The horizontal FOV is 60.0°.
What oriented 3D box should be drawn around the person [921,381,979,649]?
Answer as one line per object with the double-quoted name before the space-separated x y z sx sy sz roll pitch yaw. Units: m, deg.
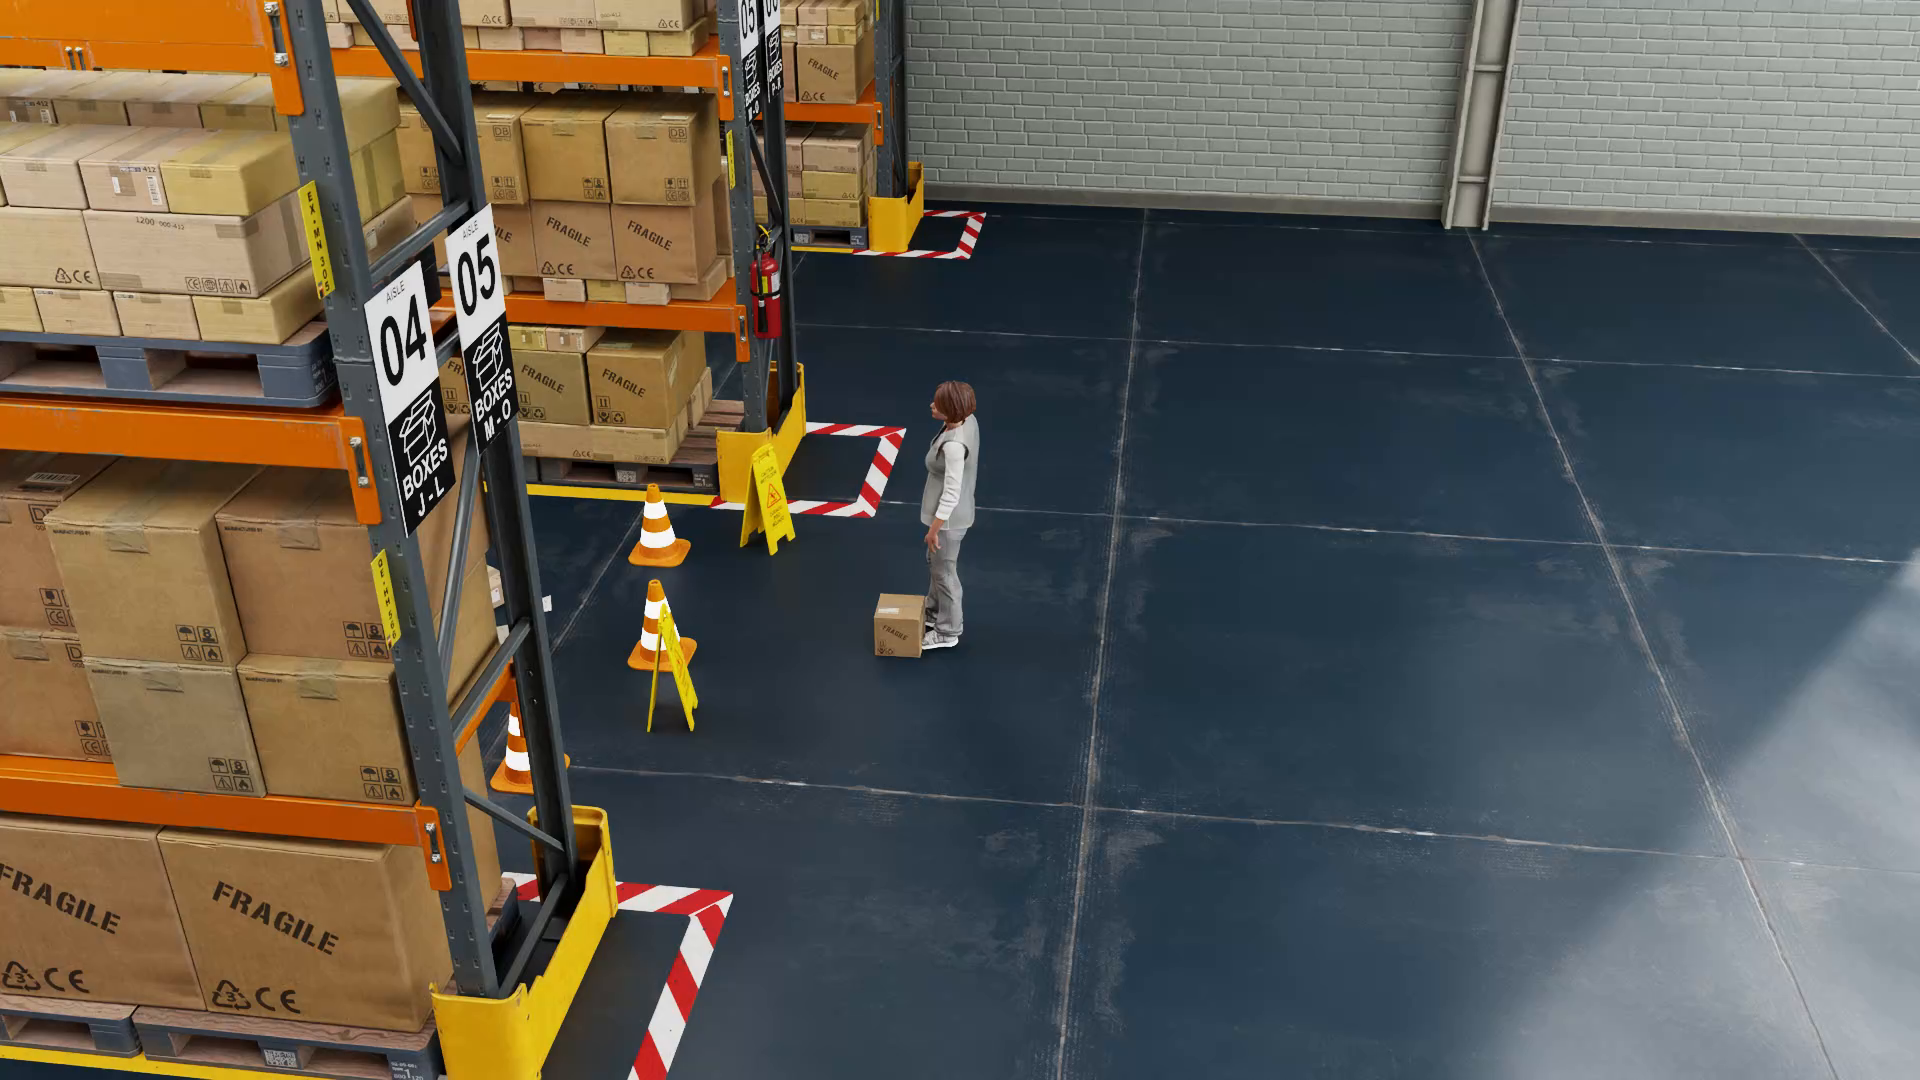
"person" -0.142 -0.132 8.854 0.472 1.599 0.520 3 29 6
